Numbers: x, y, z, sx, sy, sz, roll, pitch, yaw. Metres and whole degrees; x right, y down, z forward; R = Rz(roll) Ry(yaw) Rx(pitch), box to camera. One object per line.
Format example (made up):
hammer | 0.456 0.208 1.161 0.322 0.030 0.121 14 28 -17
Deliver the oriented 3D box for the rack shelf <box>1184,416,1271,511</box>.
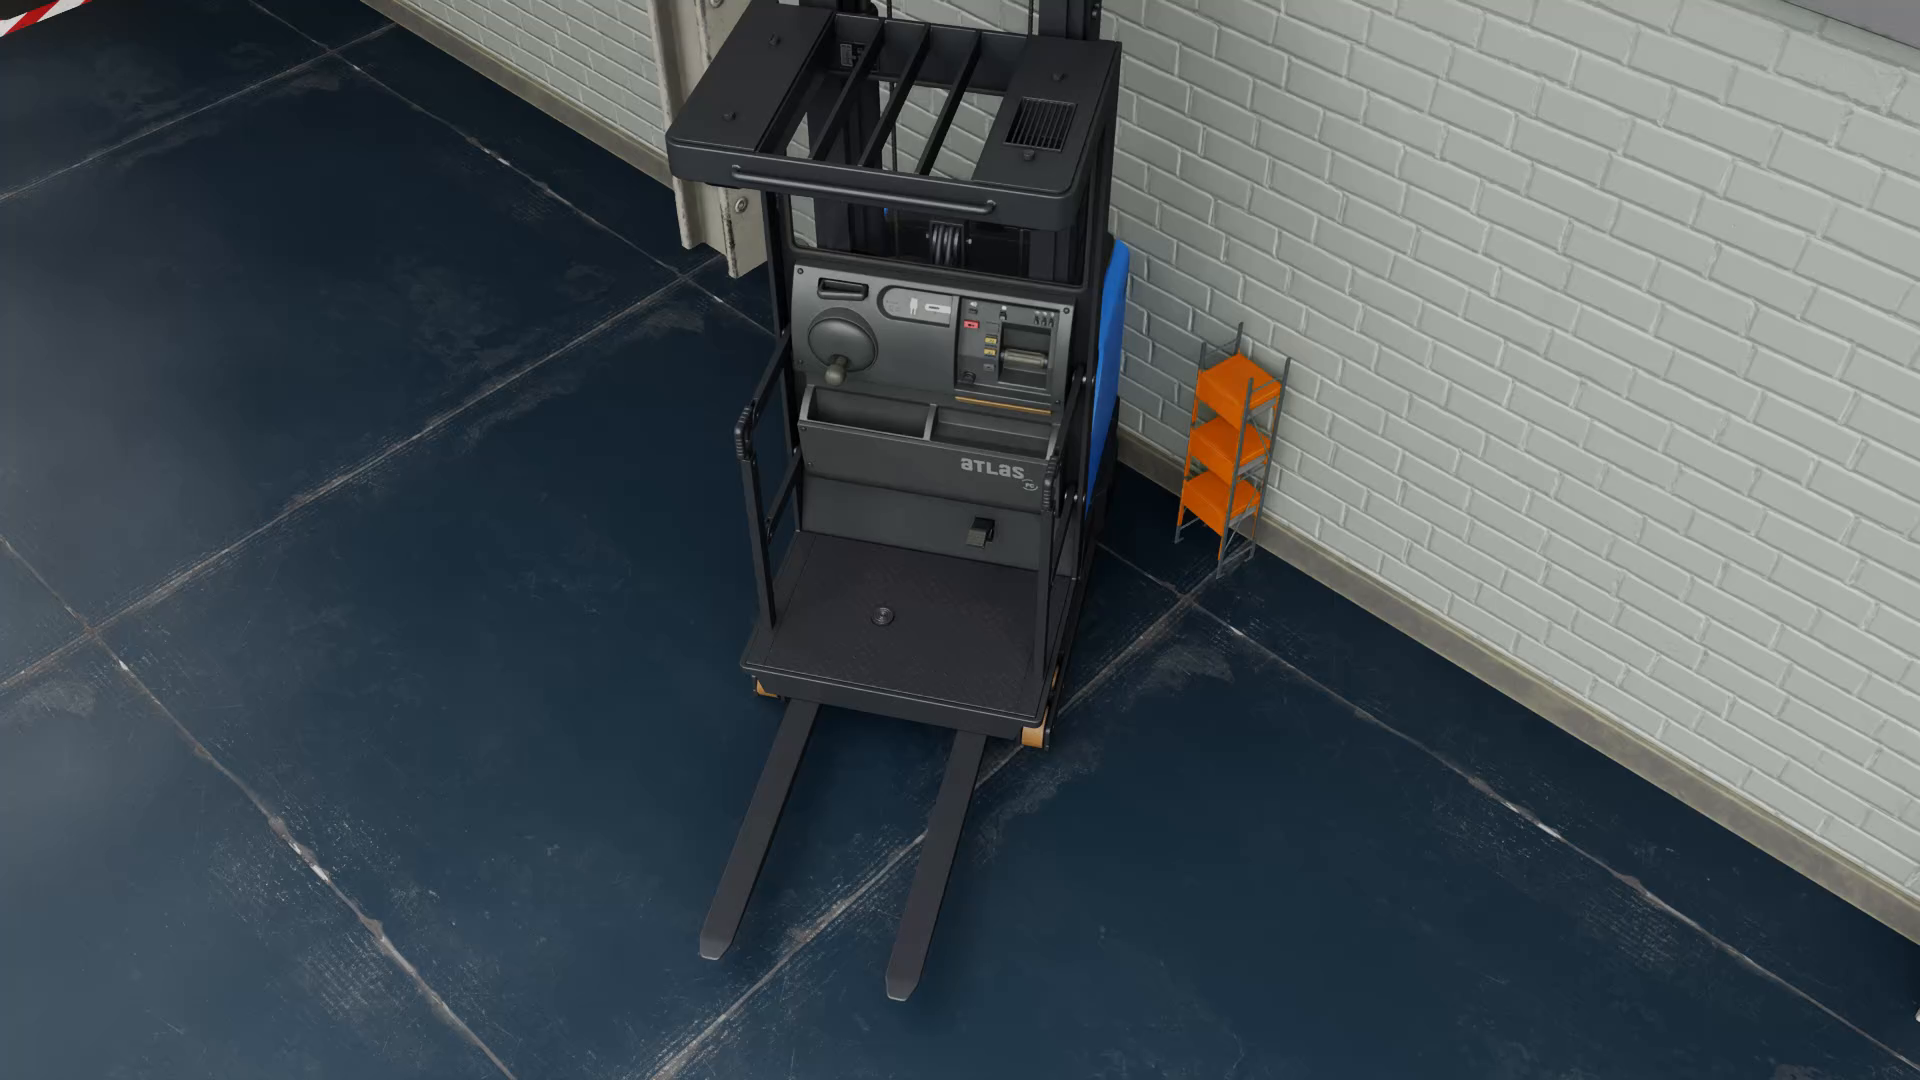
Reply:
rack shelf | 1.024 -0.312 6.338 0.215 0.259 0.240 -29 53 -24

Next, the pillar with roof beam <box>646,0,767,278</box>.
pillar with roof beam | -4.028 -2.197 2.640 0.400 9.000 9.100 34 55 28

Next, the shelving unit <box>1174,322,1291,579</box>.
shelving unit | 1.024 -0.320 6.330 0.215 1.050 0.252 -29 53 -24

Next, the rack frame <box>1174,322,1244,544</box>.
rack frame | 0.951 -0.391 6.397 0.200 1.050 0.008 -29 53 -24

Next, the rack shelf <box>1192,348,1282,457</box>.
rack shelf | 1.024 -0.507 6.131 0.215 0.259 0.240 -29 53 -24

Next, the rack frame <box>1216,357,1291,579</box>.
rack frame | 1.098 -0.249 6.263 0.200 1.050 0.008 -29 53 -24

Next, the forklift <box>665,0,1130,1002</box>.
forklift | -0.143 -0.562 5.267 1.130 2.935 3.031 10 48 9

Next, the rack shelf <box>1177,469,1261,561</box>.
rack shelf | 1.024 -0.122 6.540 0.215 0.259 0.240 -29 53 -24
